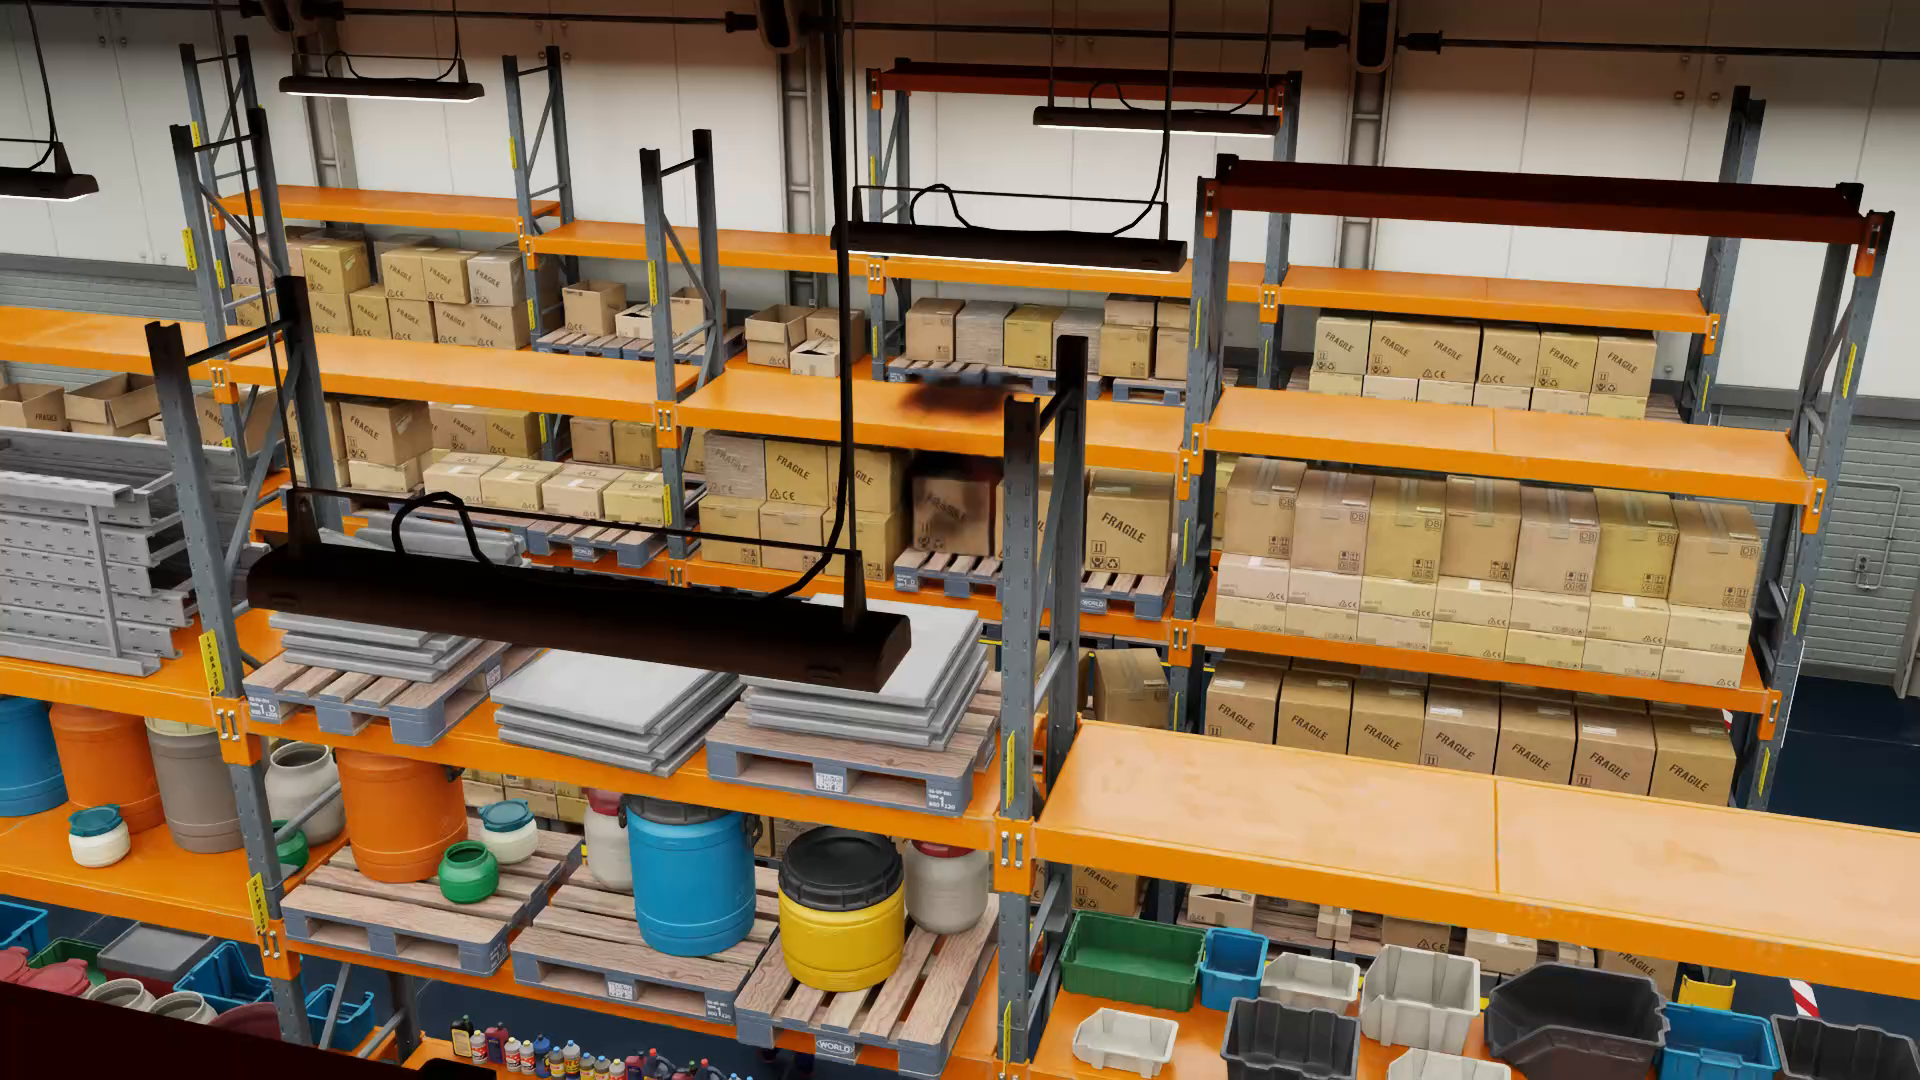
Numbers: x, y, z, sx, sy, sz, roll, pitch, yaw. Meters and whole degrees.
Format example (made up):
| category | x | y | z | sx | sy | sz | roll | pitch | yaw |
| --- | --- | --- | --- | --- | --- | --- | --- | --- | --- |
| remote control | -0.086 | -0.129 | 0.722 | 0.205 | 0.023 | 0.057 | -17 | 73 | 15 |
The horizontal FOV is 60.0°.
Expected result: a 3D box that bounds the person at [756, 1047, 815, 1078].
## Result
| category | x | y | z | sx | sy | sz | roll | pitch | yaw |
| --- | --- | --- | --- | --- | --- | --- | --- | --- | --- |
| person | -1.223 | 2.950 | 11.475 | 0.501 | 1.650 | 0.509 | -5 | 23 | -13 |
